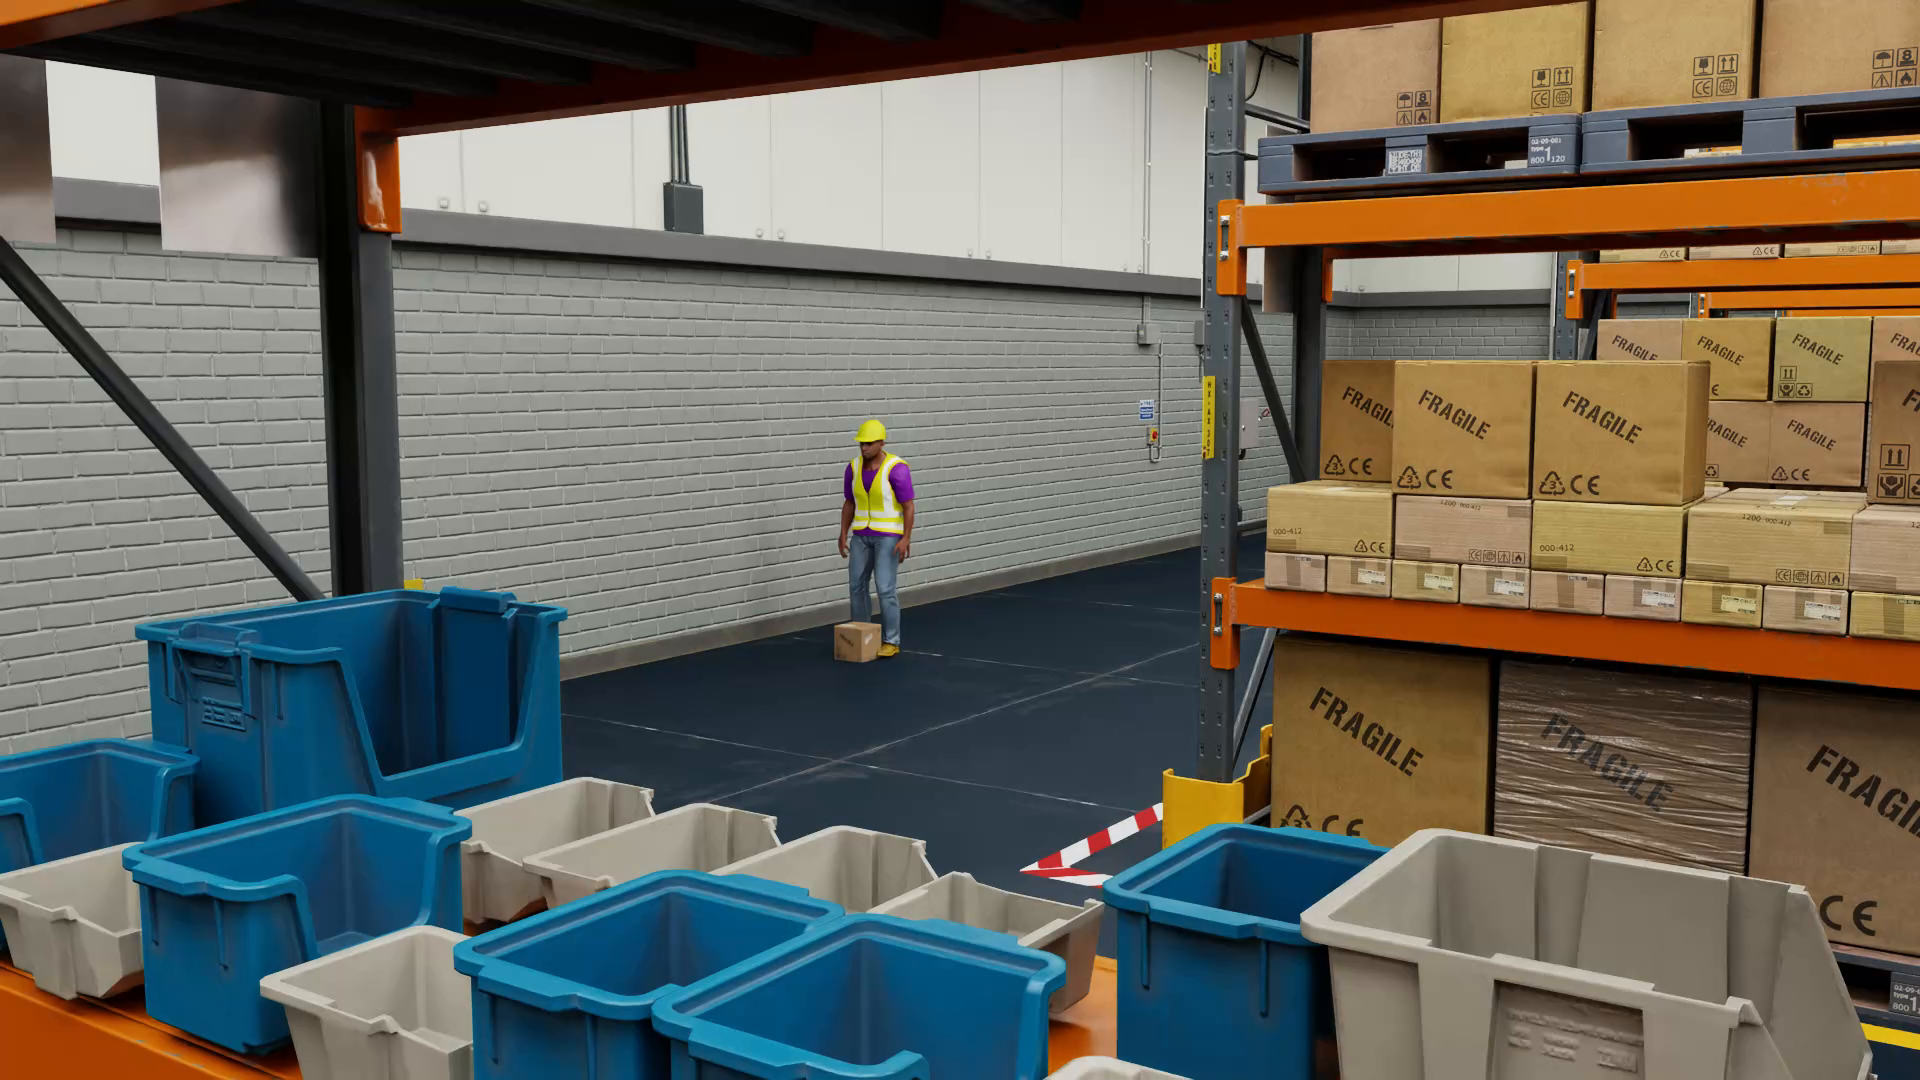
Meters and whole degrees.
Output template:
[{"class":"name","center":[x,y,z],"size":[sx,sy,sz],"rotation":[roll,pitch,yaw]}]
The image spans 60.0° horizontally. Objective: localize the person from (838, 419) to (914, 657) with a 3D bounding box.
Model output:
[{"class":"person","center":[-0.635,-0.018,12.373],"size":[0.621,1.759,0.461],"rotation":[4,7,31]}]
